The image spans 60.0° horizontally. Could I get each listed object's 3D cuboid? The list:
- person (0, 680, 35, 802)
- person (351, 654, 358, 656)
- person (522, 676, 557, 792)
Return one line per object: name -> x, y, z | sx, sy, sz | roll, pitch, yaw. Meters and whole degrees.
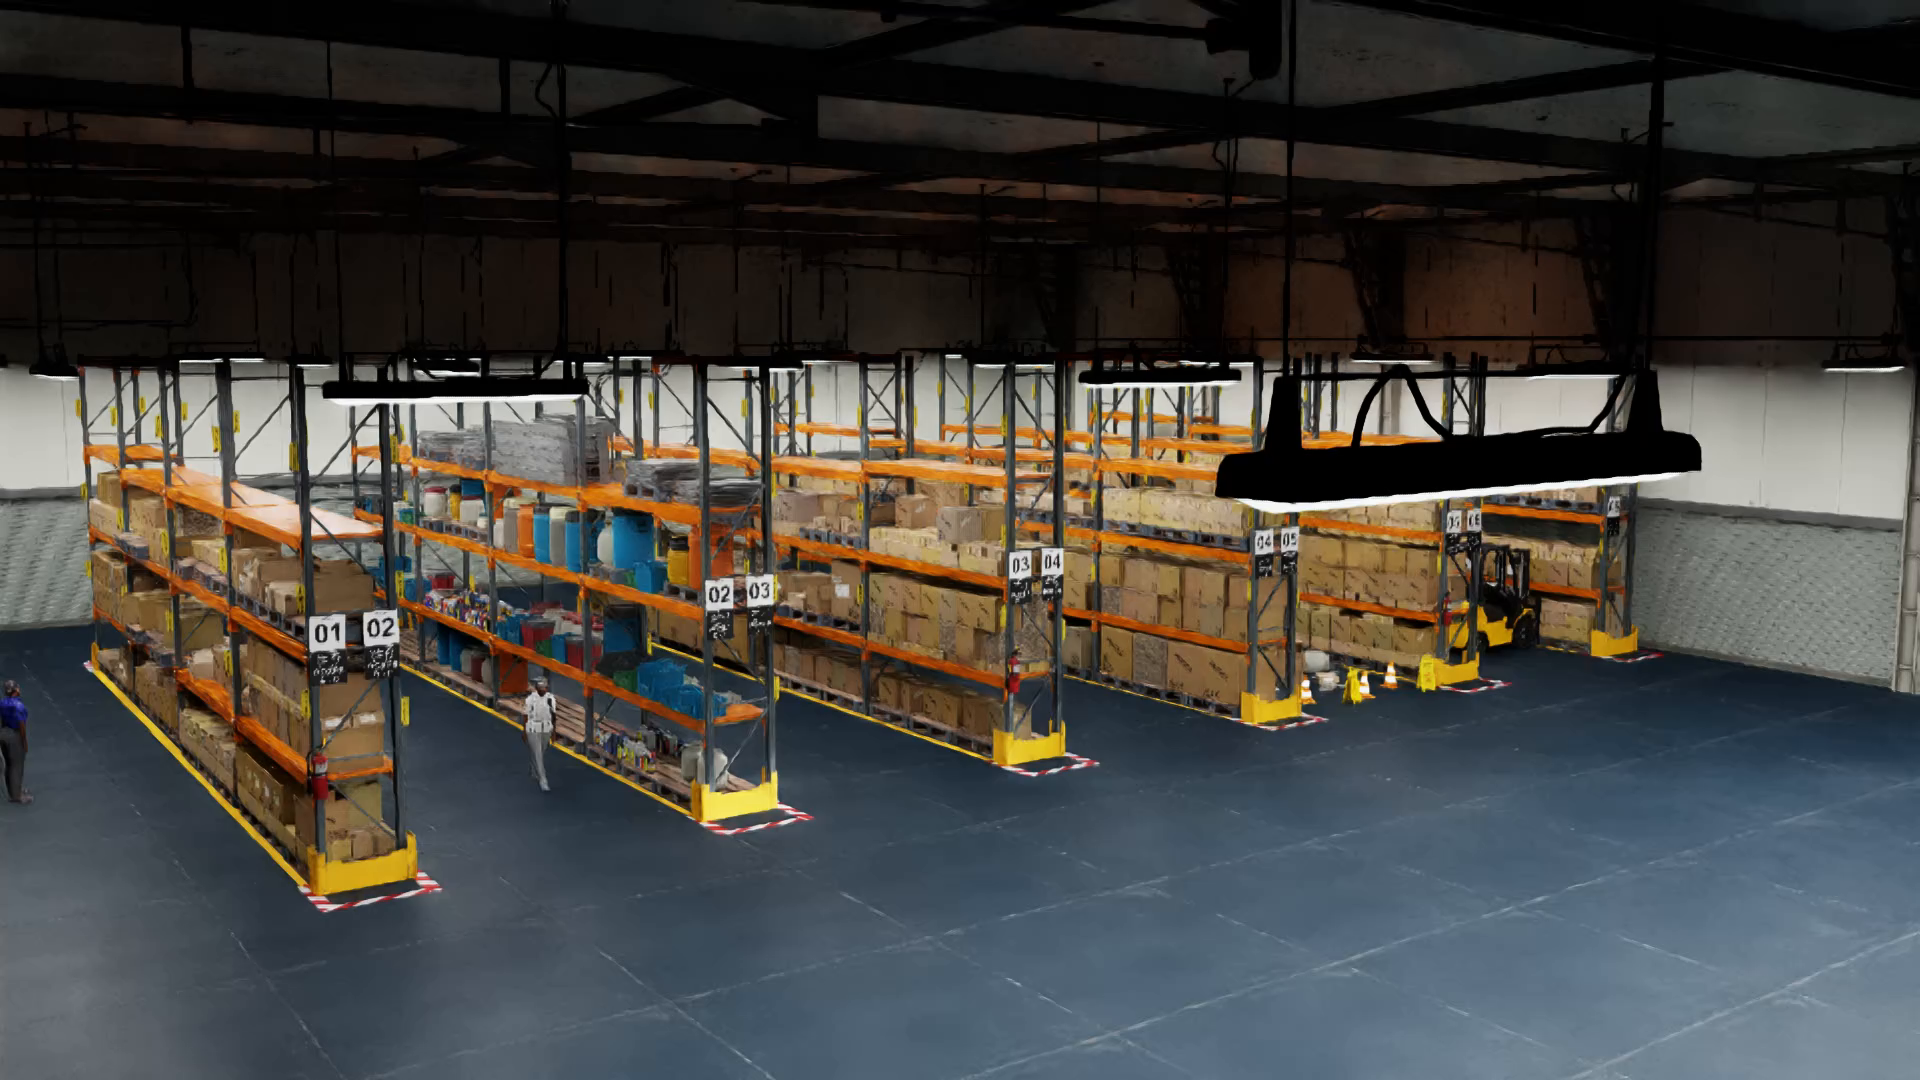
person -> -12.931, 2.736, 22.806 | 0.551, 1.666, 0.440 | 4, 8, 28
person -> -10.919, 1.888, 29.709 | 0.553, 1.684, 0.433 | 4, 8, 27
person -> -5.908, 2.685, 23.481 | 0.445, 1.590, 1.081 | -5, 9, -38
